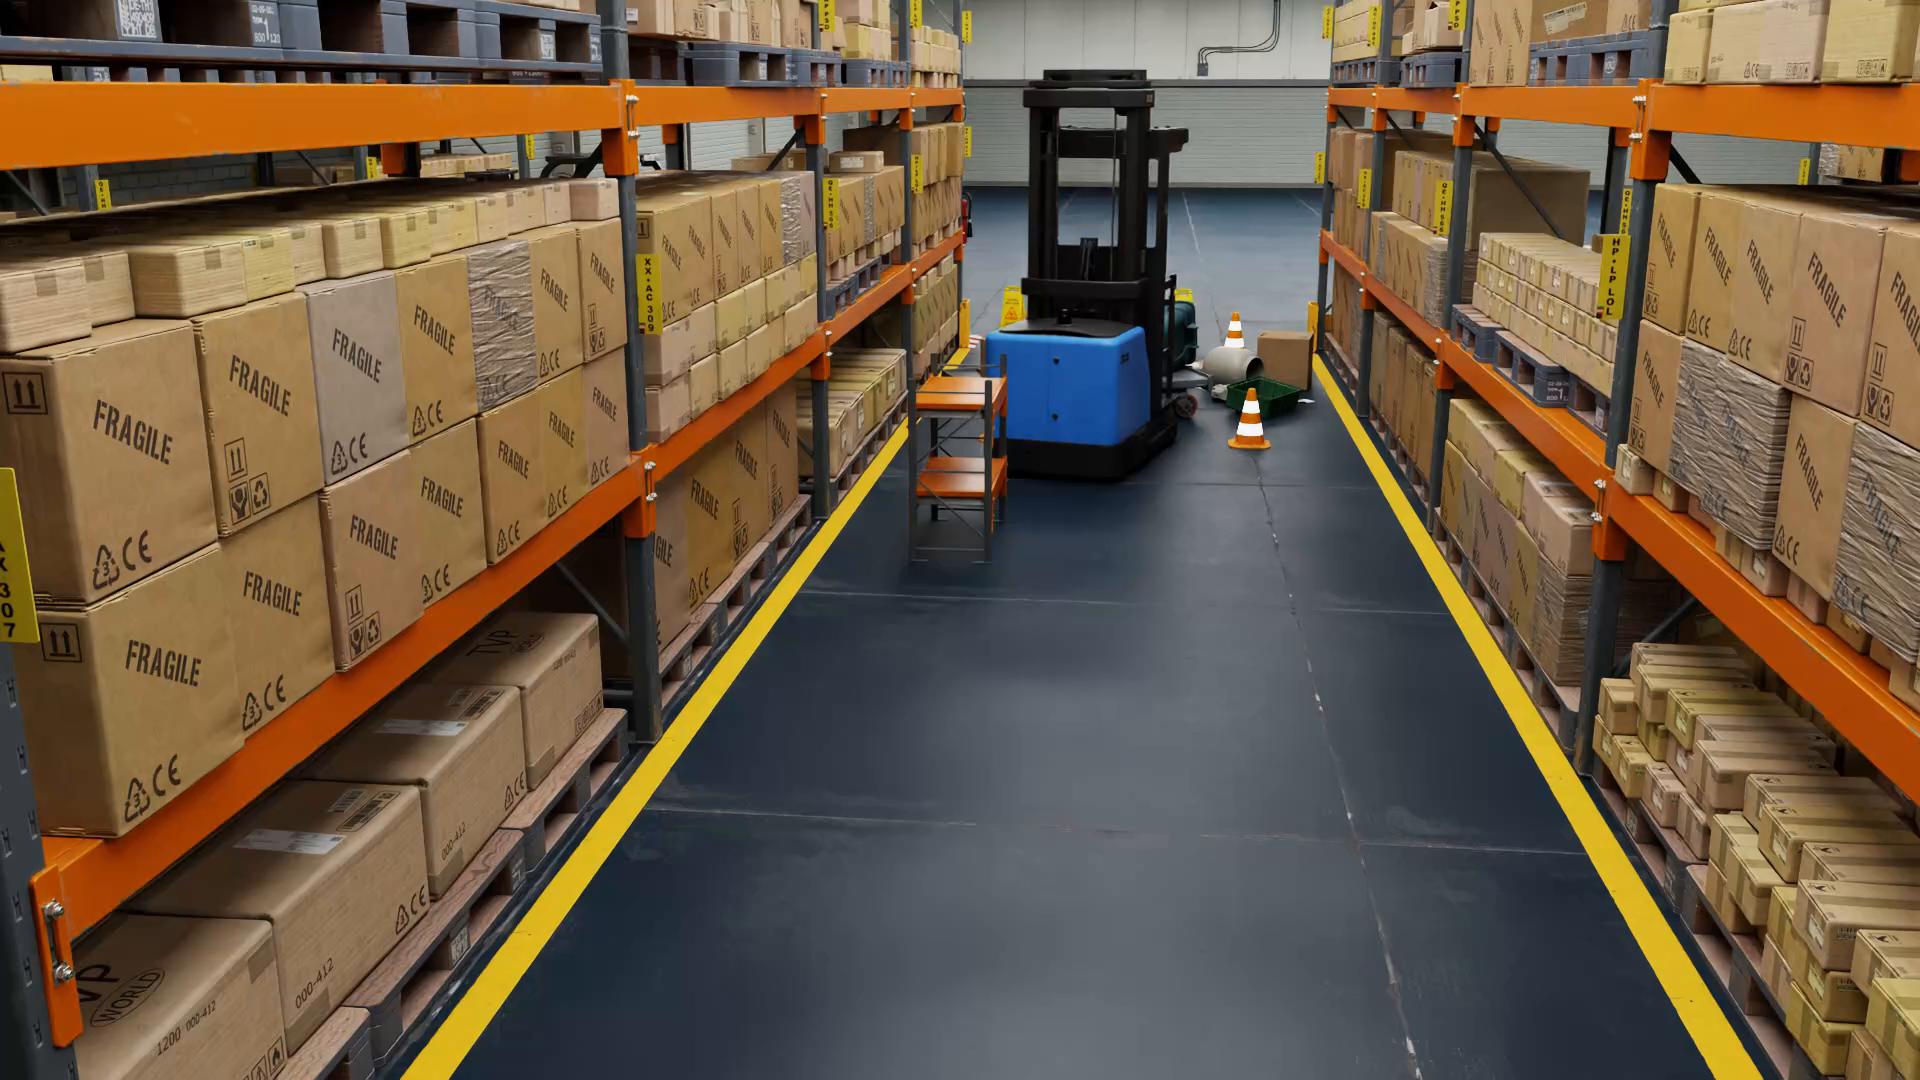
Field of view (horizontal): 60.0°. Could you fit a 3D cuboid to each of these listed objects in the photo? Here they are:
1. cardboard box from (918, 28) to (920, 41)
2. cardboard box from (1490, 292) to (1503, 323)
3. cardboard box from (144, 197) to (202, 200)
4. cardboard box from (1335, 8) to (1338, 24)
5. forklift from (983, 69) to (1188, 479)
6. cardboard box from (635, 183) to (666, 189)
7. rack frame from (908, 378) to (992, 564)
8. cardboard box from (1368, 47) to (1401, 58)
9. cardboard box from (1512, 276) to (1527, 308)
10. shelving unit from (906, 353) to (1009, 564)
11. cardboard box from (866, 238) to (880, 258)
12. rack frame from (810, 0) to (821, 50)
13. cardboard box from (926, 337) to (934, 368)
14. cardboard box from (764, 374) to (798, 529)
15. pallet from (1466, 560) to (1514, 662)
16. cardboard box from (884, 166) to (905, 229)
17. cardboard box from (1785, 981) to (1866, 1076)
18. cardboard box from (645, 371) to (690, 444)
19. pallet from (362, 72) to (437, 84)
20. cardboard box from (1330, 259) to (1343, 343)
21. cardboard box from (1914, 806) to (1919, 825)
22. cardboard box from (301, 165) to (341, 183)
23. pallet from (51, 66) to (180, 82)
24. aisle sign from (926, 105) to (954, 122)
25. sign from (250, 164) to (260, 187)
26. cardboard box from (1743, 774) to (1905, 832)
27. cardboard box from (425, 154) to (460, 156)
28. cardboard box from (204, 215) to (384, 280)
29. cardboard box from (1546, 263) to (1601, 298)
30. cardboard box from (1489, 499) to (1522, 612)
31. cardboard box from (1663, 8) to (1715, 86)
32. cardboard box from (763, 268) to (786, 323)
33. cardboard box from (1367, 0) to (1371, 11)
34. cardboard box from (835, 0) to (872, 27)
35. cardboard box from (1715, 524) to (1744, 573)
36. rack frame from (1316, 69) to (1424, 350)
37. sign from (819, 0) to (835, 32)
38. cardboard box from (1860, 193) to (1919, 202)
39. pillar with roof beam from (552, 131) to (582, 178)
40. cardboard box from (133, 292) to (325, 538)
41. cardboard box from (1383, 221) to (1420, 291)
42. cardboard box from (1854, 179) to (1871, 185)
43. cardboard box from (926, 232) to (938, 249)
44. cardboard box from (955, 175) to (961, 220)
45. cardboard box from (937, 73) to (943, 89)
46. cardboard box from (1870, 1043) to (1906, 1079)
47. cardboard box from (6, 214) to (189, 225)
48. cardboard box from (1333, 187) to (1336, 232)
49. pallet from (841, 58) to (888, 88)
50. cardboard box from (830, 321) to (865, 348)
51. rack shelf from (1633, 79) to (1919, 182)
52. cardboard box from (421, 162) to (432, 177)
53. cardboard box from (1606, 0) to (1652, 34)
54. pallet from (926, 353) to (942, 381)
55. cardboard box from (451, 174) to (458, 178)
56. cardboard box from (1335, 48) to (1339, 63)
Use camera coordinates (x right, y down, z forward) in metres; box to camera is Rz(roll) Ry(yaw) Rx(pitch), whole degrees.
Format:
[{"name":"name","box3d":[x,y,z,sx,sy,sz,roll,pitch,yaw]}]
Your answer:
[{"name":"cardboard box","box3d":[-0.567,-4.497,14.755,0.380,0.149,0.250,2,15,8]},{"name":"cardboard box","box3d":[3.240,-1.320,9.474,0.380,0.149,0.250,2,15,9]},{"name":"cardboard box","box3d":[-6.330,-2.673,13.367,0.380,0.149,0.250,2,15,7]},{"name":"cardboard box","box3d":[4.100,-5.449,17.277,0.380,0.149,0.250,2,15,7]},{"name":"forklift","box3d":[1.150,-2.203,13.196,1.130,2.935,3.031,5,16,19]},{"name":"cardboard box","box3d":[-1.857,-1.625,8.817,0.500,0.500,0.500,2,15,7]},{"name":"rack frame","box3d":[-0.058,-0.409,10.021,0.500,1.125,0.032,2,15,6]},{"name":"cardboard box","box3d":[3.755,-4.273,14.455,0.380,0.149,0.250,2,15,7]},{"name":"cardboard box","box3d":[3.185,-1.324,8.919,0.380,0.149,0.250,2,15,6]},{"name":"shelving unit","box3d":[-0.001,-0.541,10.509,0.538,1.125,1.048,2,15,6]},{"name":"cardboard box","box3d":[-0.840,-2.321,13.176,0.380,0.149,0.250,2,15,6]},{"name":"rack frame","box3d":[-1.378,-4.504,10.079,1.000,3.000,0.127,2,15,6]},{"name":"cardboard box","box3d":[-0.543,-1.805,16.052,0.500,0.250,0.500,3,15,9]},{"name":"cardboard box","box3d":[-1.539,-0.608,10.431,0.875,0.875,0.875,2,15,6]},{"name":"pallet","box3d":[3.322,0.376,8.867,1.003,0.211,1.213,2,15,6]},{"name":"cardboard box","box3d":[-0.751,-2.913,14.124,0.500,0.500,0.500,1,15,5]},{"name":"cardboard box","box3d":[2.526,1.349,4.583,0.380,0.149,0.250,1,15,4]},{"name":"cardboard box","box3d":[-1.518,-0.604,7.438,0.500,0.250,0.500,1,15,5]},{"name":"pallet","box3d":[-5.649,-4.733,16.843,1.003,0.211,1.213,2,15,6]},{"name":"cardboard box","box3d":[4.443,-2.562,17.658,0.875,0.875,0.875,2,15,7]},{"name":"cardboard box","box3d":[3.245,0.876,5.194,0.380,0.149,0.250,1,15,4]},{"name":"cardboard box","box3d":[-6.054,-3.451,15.674,0.380,0.149,0.250,1,15,5]},{"name":"pallet","box3d":[-6.323,-3.289,11.693,1.213,0.211,1.003,2,15,9]},{"name":"aisle sign","box3d":[-0.180,-4.945,18.224,0.394,0.787,0.004,2,15,6]},{"name":"sign","box3d":[-6.411,-3.263,15.171,0.100,0.325,0.005,2,15,6]},{"name":"cardboard box","box3d":[2.721,0.860,5.251,0.380,0.149,0.250,1,15,4]},{"name":"cardboard box","box3d":[-5.750,-4.185,18.389,0.380,0.149,0.250,2,15,8]},{"name":"cardboard box","box3d":[-1.805,-0.797,4.513,0.380,0.149,0.250,2,15,7]},{"name":"cardboard box","box3d":[3.099,-1.267,8.140,0.380,0.149,0.250,1,15,4]},{"name":"cardboard box","box3d":[3.054,0.088,8.575,0.500,0.500,0.500,1,15,5]},{"name":"cardboard box","box3d":[2.786,-1.714,5.796,0.500,0.250,0.500,2,15,9]},{"name":"cardboard box","box3d":[-1.272,-1.377,9.338,0.500,0.250,0.500,1,15,5]},{"name":"cardboard box","box3d":[3.785,-4.723,14.594,0.380,0.149,0.250,2,15,6]},{"name":"cardboard box","box3d":[-0.959,-4.046,12.655,0.500,0.250,0.500,2,15,7]},{"name":"cardboard box","box3d":[2.680,0.008,5.367,0.380,0.149,0.250,2,15,7]},{"name":"rack frame","box3d":[4.454,-3.563,18.093,1.000,3.000,0.127,2,15,6]},{"name":"sign","box3d":[-0.828,-3.325,10.324,0.100,0.325,0.005,2,15,6]},{"name":"cardboard box","box3d":[3.263,-0.861,5.424,0.500,0.500,0.500,1,15,4]},{"name":"pillar with roof beam","box3d":[-1.427,-7.999,23.006,9.100,9.000,0.400,2,15,6]},{"name":"cardboard box","box3d":[-1.892,-0.314,3.971,0.500,0.500,0.500,1,15,5]},{"name":"cardboard box","box3d":[3.561,-2.185,12.804,0.500,0.500,0.500,2,15,6]},{"name":"cardboard box","box3d":[9.345,-3.308,16.387,0.875,0.500,0.500,2,15,6]},{"name":"cardboard box","box3d":[-0.419,-2.928,16.224,0.380,0.149,0.250,2,15,7]},{"name":"cardboard box","box3d":[-0.263,-3.726,17.933,0.500,0.500,0.500,1,15,5]},{"name":"cardboard box","box3d":[-0.367,-4.509,16.326,0.380,0.149,0.250,2,15,6]},{"name":"cardboard box","box3d":[2.482,1.336,4.061,0.380,0.149,0.250,1,15,4]},{"name":"cardboard box","box3d":[-2.350,-0.809,4.556,0.380,0.149,0.250,2,15,8]},{"name":"cardboard box","box3d":[4.458,-3.538,17.712,0.875,0.550,0.550,2,15,6]},{"name":"pallet","box3d":[-1.216,-3.577,12.756,1.213,0.211,1.003,2,15,6]},{"name":"cardboard box","box3d":[-1.127,-2.044,15.501,0.500,0.500,0.500,1,15,5]},{"name":"rack shelf","box3d":[2.875,-1.033,4.367,1.077,0.370,4.000,2,15,6]},{"name":"cardboard box","box3d":[-5.435,-3.638,16.366,0.380,0.149,0.250,1,15,5]},{"name":"cardboard box","box3d":[3.405,-2.548,7.590,0.797,0.503,0.637,1,15,6]},{"name":"pallet","box3d":[-0.751,-1.792,16.884,1.003,0.211,1.213,2,15,6]},{"name":"cardboard box","box3d":[-5.407,-3.696,17.149,0.380,0.149,0.250,2,15,6]},{"name":"cardboard box","box3d":[4.069,-4.995,17.128,0.380,0.149,0.250,2,15,7]}]
